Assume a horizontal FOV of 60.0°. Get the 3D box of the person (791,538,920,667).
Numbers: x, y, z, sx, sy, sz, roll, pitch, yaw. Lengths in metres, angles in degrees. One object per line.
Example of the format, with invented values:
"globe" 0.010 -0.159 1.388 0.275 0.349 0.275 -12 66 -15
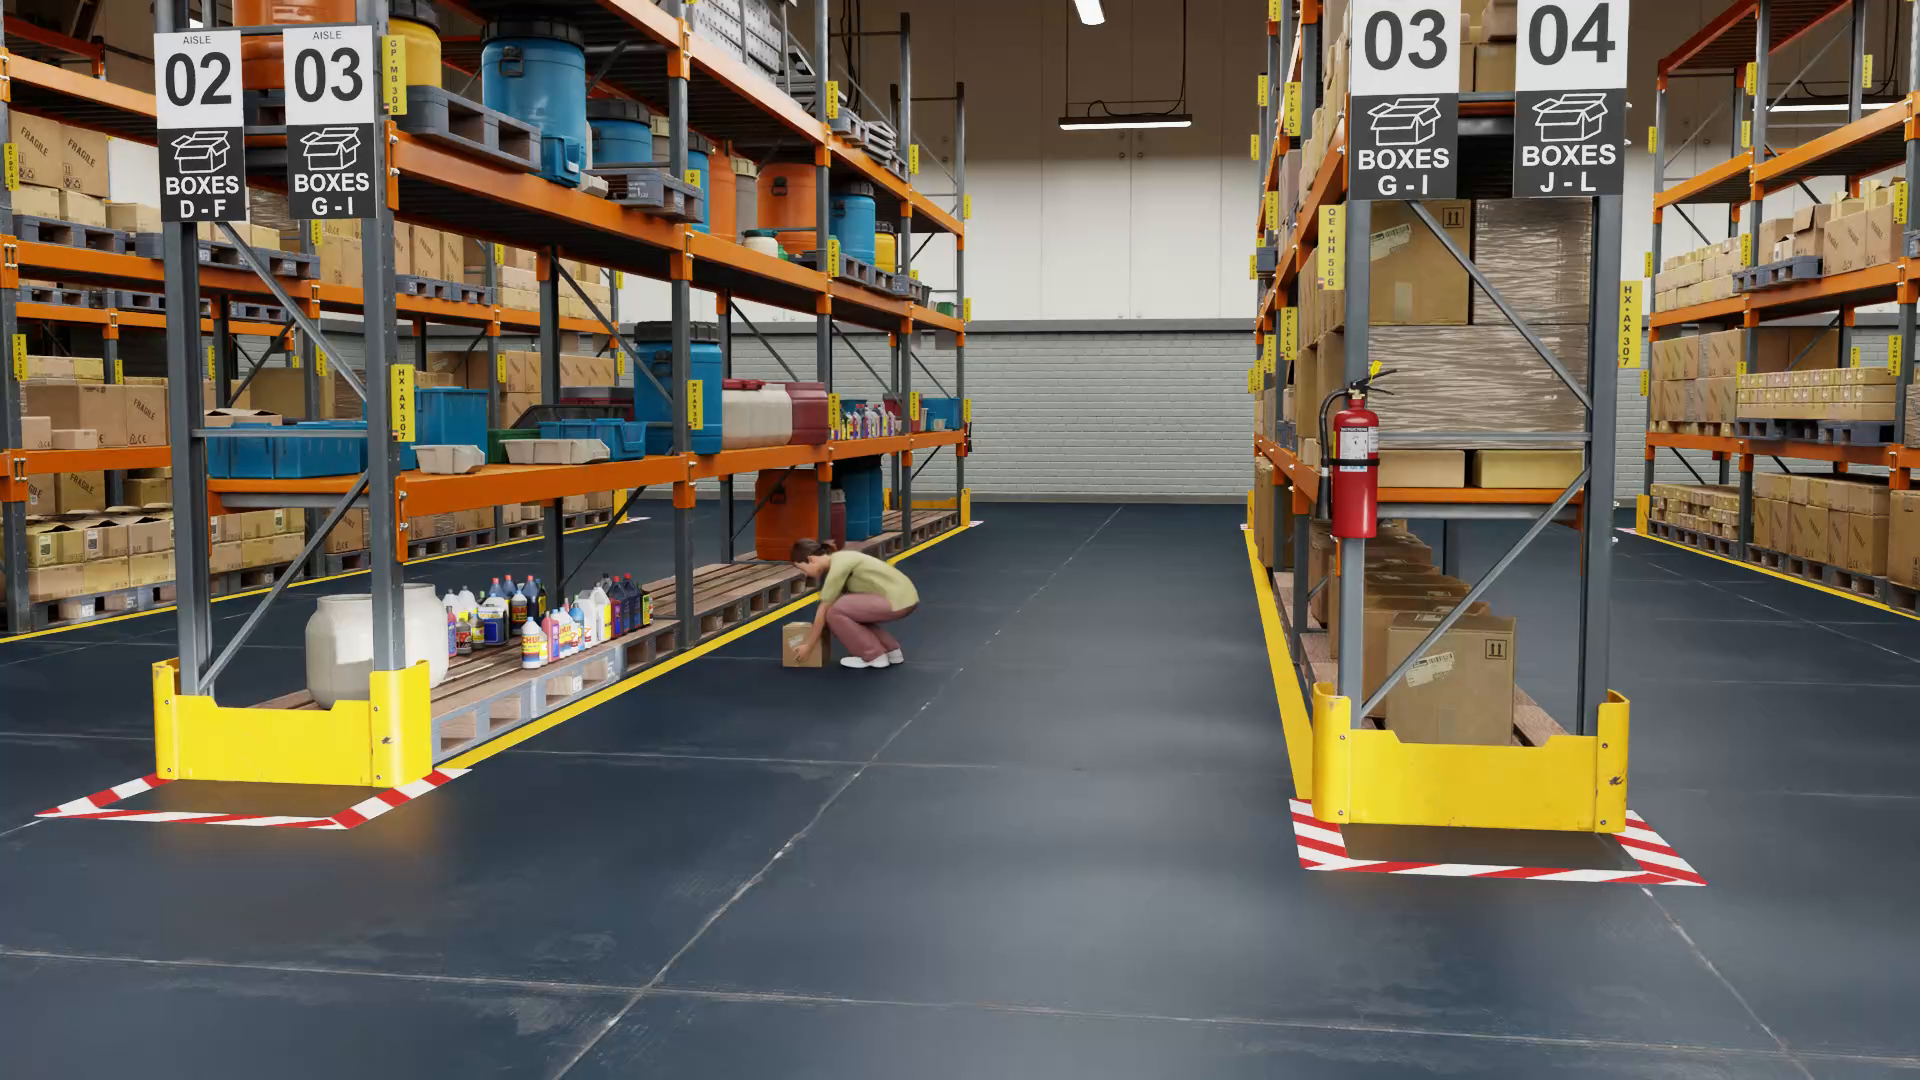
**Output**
"person" -0.662 0.389 10.459 0.801 0.810 0.485 1 5 9
